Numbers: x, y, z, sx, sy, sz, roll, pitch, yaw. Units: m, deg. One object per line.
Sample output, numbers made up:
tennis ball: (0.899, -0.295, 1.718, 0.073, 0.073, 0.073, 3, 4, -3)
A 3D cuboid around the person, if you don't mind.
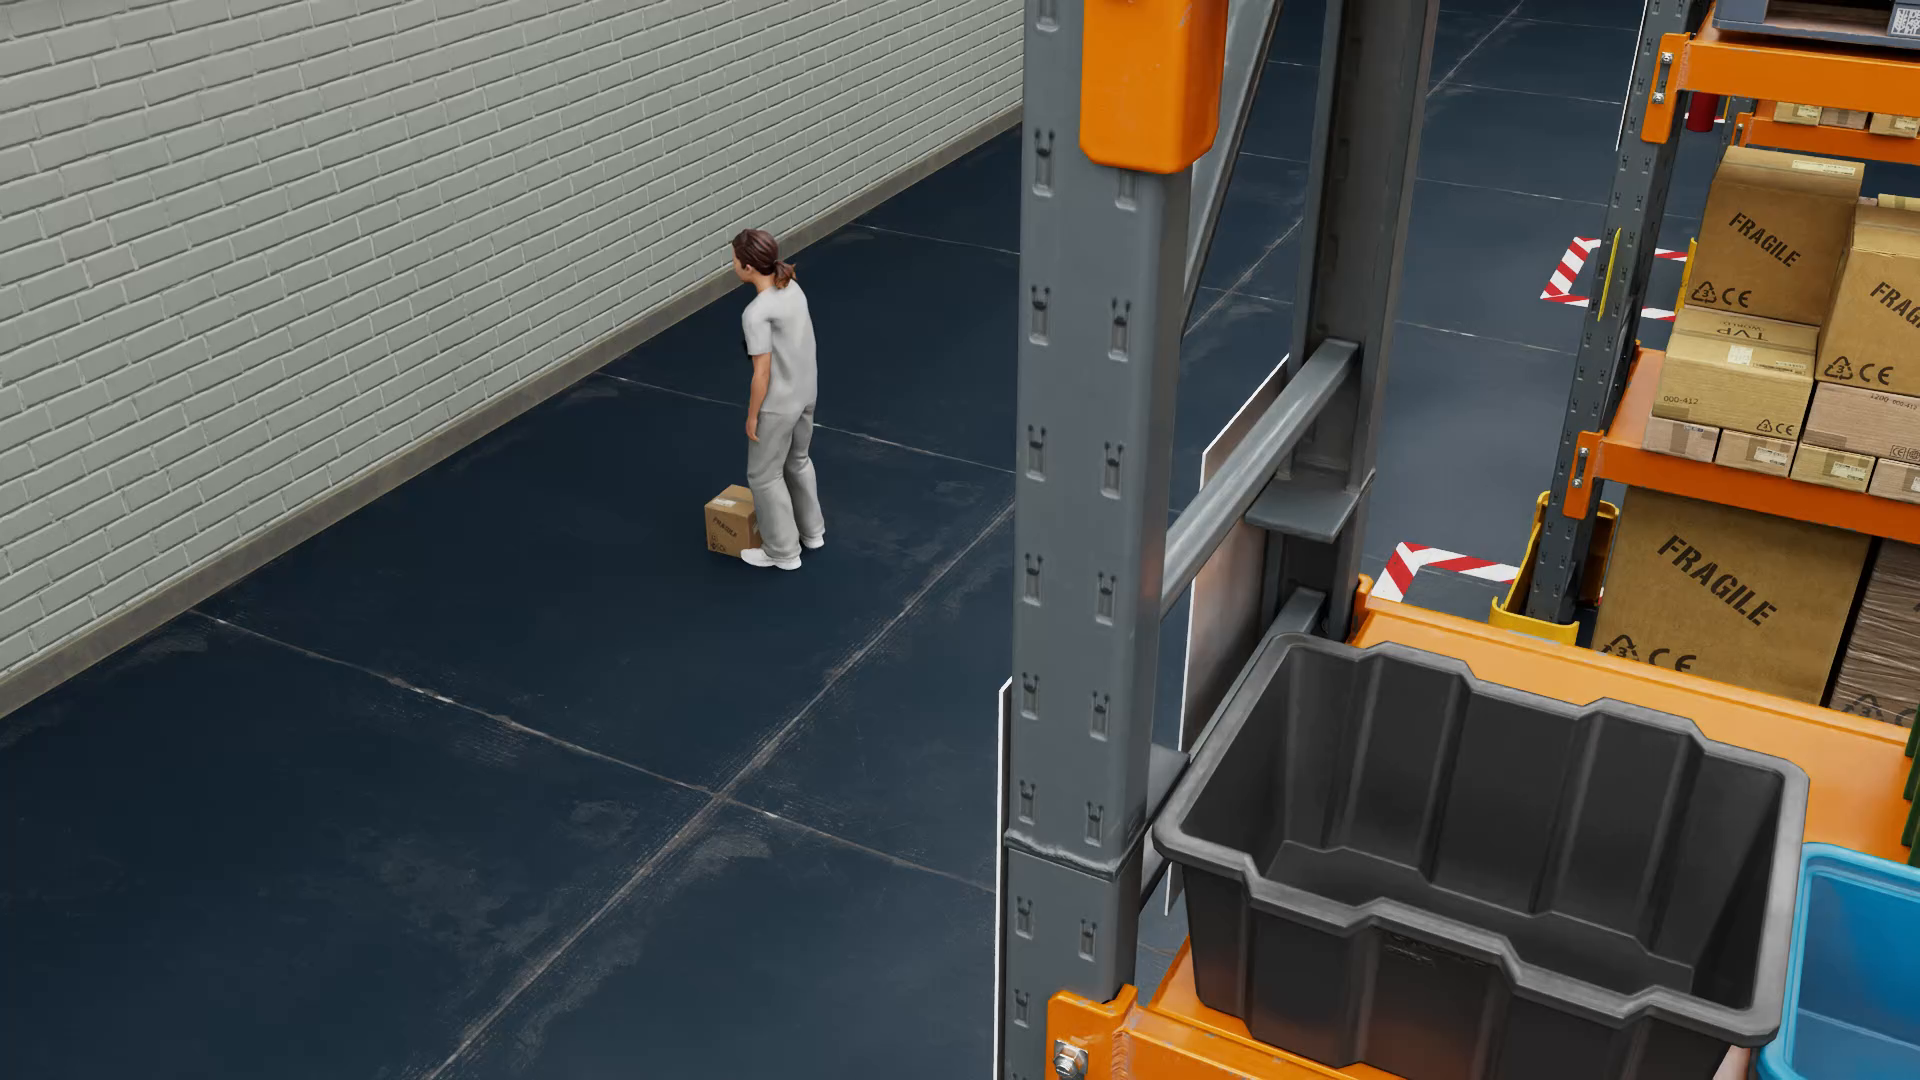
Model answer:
person: (-0.853, -0.650, 7.751, 0.366, 1.671, 0.504, 13, 32, 21)
